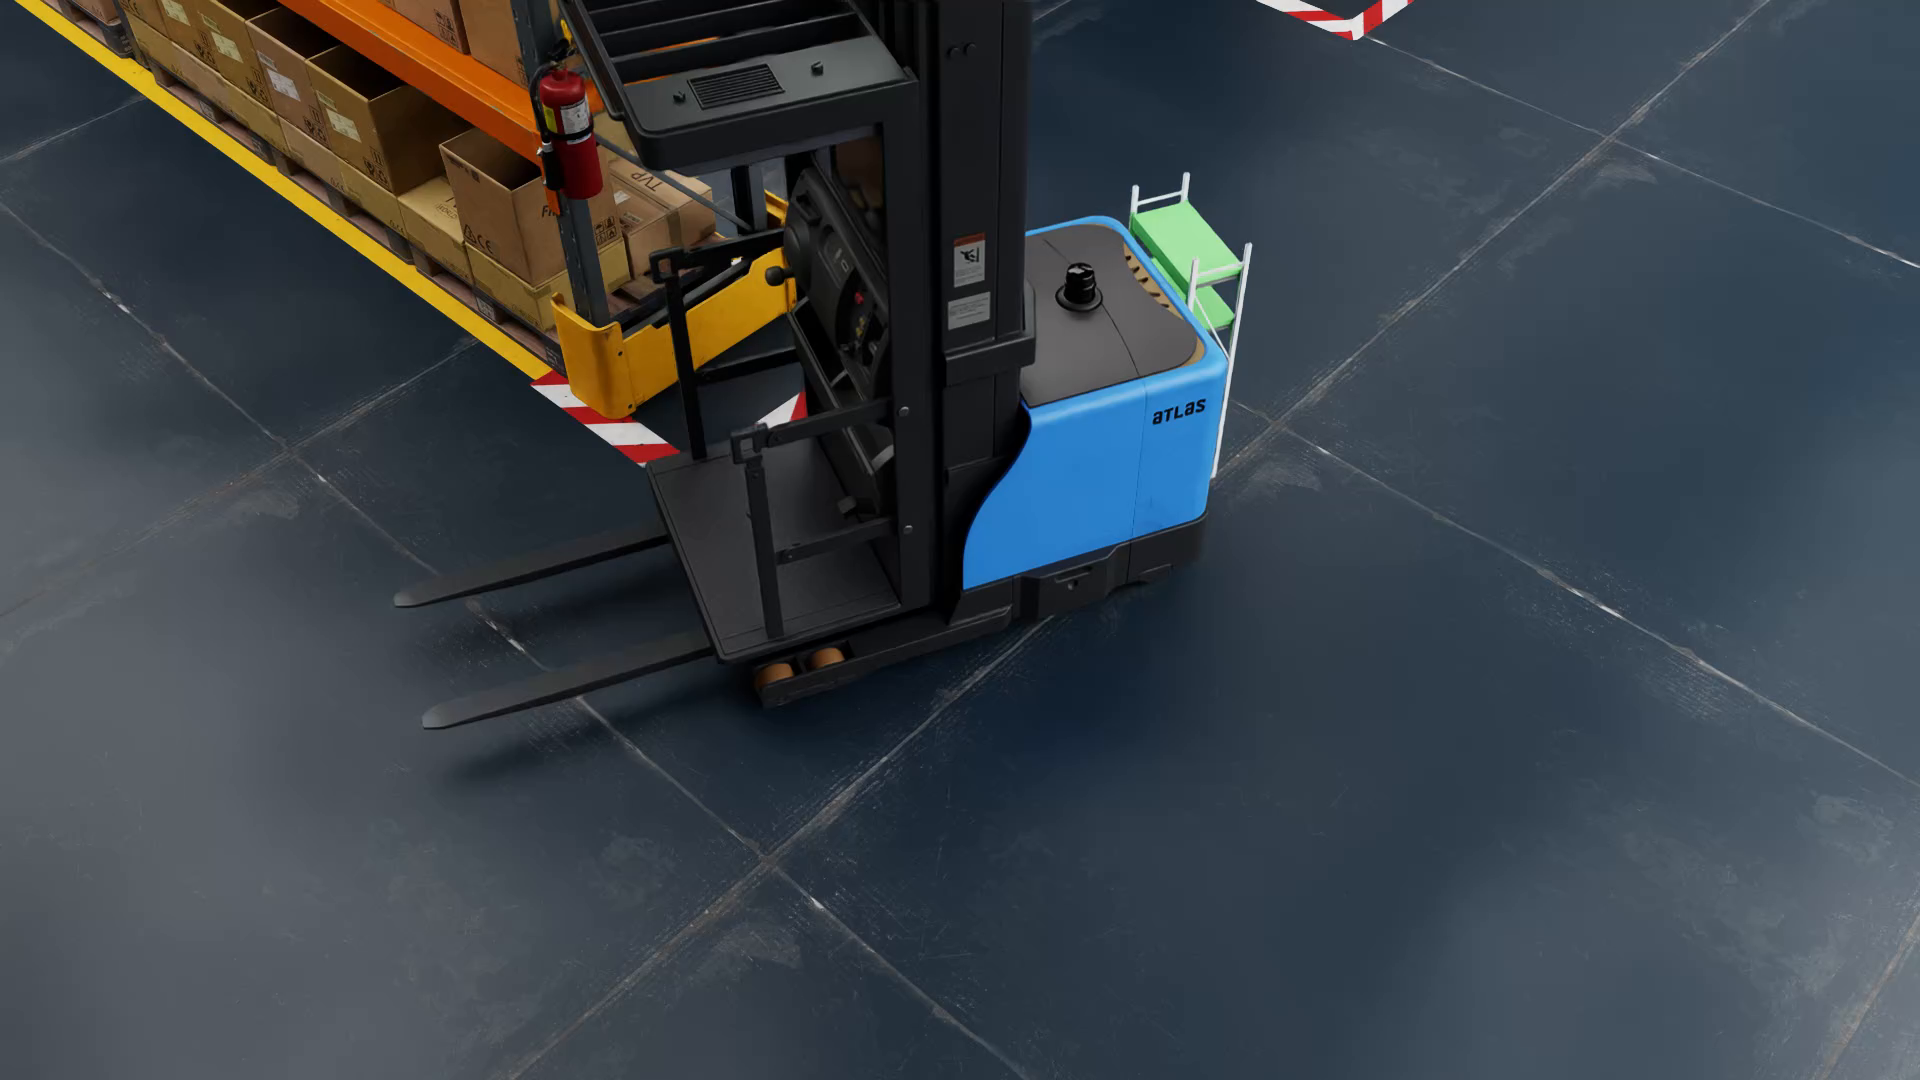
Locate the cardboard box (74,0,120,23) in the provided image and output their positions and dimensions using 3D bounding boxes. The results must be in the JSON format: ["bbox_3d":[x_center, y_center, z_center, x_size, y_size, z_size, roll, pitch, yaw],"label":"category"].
[{"bbox_3d":[-4.691,-3.170,9.267,0.500,0.250,0.500,33,55,27],"label":"cardboard box"}]

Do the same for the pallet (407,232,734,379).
[{"bbox_3d":[-1.840,-1.341,7.864,1.213,0.211,1.003,34,55,28],"label":"pallet"}]

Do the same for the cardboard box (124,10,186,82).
[{"bbox_3d":[-4.054,-2.729,8.852,0.500,0.250,0.500,34,55,28],"label":"cardboard box"}]

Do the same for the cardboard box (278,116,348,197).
[{"bbox_3d":[-2.955,-1.985,8.154,0.500,0.250,0.500,34,55,28],"label":"cardboard box"}]

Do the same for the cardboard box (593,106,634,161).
[{"bbox_3d":[-1.862,-2.030,7.682,0.500,0.500,0.500,34,55,28],"label":"cardboard box"}]

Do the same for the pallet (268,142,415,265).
[{"bbox_3d":[-2.733,-1.944,8.431,1.213,0.211,1.003,34,55,28],"label":"pallet"}]

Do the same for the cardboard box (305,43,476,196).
[{"bbox_3d":[-2.591,-1.992,7.646,0.500,0.500,0.500,34,55,28],"label":"cardboard box"}]

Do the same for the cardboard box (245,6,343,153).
[{"bbox_3d":[-2.957,-2.239,7.879,0.500,0.500,0.500,34,55,28],"label":"cardboard box"}]

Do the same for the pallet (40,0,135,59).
[{"bbox_3d":[-4.757,-3.307,9.710,1.213,0.211,1.003,34,55,28],"label":"pallet"}]

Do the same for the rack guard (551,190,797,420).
[{"bbox_3d":[-1.232,-1.072,7.414,0.348,0.500,1.175,34,55,28],"label":"rack guard"}]

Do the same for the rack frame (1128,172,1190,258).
[{"bbox_3d":[0.776,-0.976,6.844,0.240,1.200,0.015,-17,49,-15],"label":"rack frame"}]

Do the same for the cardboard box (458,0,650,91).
[{"bbox_3d":[-1.584,-2.212,6.701,0.500,0.500,0.700,34,55,28],"label":"cardboard box"}]

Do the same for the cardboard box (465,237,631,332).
[{"bbox_3d":[-1.845,-1.249,7.464,0.500,0.250,0.500,34,55,28],"label":"cardboard box"}]

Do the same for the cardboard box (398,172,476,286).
[{"bbox_3d":[-2.220,-1.490,7.690,0.500,0.250,0.500,34,55,28],"label":"cardboard box"}]

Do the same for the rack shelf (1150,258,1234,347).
[{"bbox_3d":[0.869,-0.932,6.561,0.258,0.148,0.480,-17,49,-15],"label":"rack shelf"}]

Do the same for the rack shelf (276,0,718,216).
[{"bbox_3d":[-2.720,-2.683,7.705,4.000,0.370,1.077,34,55,28],"label":"rack shelf"}]

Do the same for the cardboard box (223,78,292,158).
[{"bbox_3d":[-3.326,-2.229,8.383,0.500,0.250,0.500,34,55,28],"label":"cardboard box"}]

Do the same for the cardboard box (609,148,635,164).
[{"bbox_3d":[-1.863,-1.772,7.954,0.500,0.250,0.500,34,55,28],"label":"cardboard box"}]

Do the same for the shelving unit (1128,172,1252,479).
[{"bbox_3d":[0.869,-0.812,6.689,0.258,1.200,0.503,-17,49,-15],"label":"shelving unit"}]

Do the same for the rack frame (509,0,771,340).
[{"bbox_3d":[-1.250,-1.940,6.514,0.127,3.000,1.000,34,55,28],"label":"rack frame"}]

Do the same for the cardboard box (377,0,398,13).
[{"bbox_3d":[-2.335,-2.718,7.175,0.500,0.500,0.700,34,56,28],"label":"cardboard box"}]

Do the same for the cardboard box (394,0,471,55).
[{"bbox_3d":[-1.974,-2.469,6.942,0.500,0.500,0.700,35,56,29],"label":"cardboard box"}]

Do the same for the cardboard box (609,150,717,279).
[{"bbox_3d":[-1.493,-1.527,7.724,0.500,0.250,0.500,34,55,28],"label":"cardboard box"}]

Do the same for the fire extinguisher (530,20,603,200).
[{"bbox_3d":[-1.478,-1.606,6.254,0.183,0.674,0.296,34,55,28],"label":"fire extinguisher"}]

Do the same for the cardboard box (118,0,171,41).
[{"bbox_3d":[-4.061,-2.980,8.574,0.500,0.500,0.500,34,55,28],"label":"cardboard box"}]

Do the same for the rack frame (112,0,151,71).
[{"bbox_3d":[-4.189,-3.918,8.371,0.127,3.000,1.000,34,55,28],"label":"rack frame"}]

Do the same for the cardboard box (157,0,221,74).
[{"bbox_3d":[-3.688,-2.737,8.346,0.500,0.500,0.500,34,55,28],"label":"cardboard box"}]

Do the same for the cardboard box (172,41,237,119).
[{"bbox_3d":[-3.690,-2.479,8.618,0.500,0.250,0.500,34,55,28],"label":"cardboard box"}]

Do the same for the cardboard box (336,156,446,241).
[{"bbox_3d":[-2.589,-1.736,7.921,0.500,0.250,0.500,34,55,28],"label":"cardboard box"}]

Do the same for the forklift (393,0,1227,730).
[{"bbox_3d":[-0.600,-0.827,5.516,3.031,2.935,1.130,-16,49,-15],"label":"forklift"}]

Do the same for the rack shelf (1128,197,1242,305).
[{"bbox_3d":[0.869,-1.097,6.386,0.258,0.148,0.480,-17,49,-15],"label":"rack shelf"}]

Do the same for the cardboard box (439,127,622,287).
[{"bbox_3d":[-1.846,-1.505,7.189,0.500,0.500,0.500,34,55,28],"label":"cardboard box"}]

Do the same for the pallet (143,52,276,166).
[{"bbox_3d":[-3.633,-2.548,8.997,1.213,0.211,1.003,34,55,28],"label":"pallet"}]

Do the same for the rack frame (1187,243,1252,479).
[{"bbox_3d":[0.962,-0.648,6.535,0.240,1.200,0.015,-17,49,-15],"label":"rack frame"}]

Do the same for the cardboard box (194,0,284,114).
[{"bbox_3d":[-3.326,-2.486,8.110,0.500,0.500,0.500,34,55,28],"label":"cardboard box"}]
